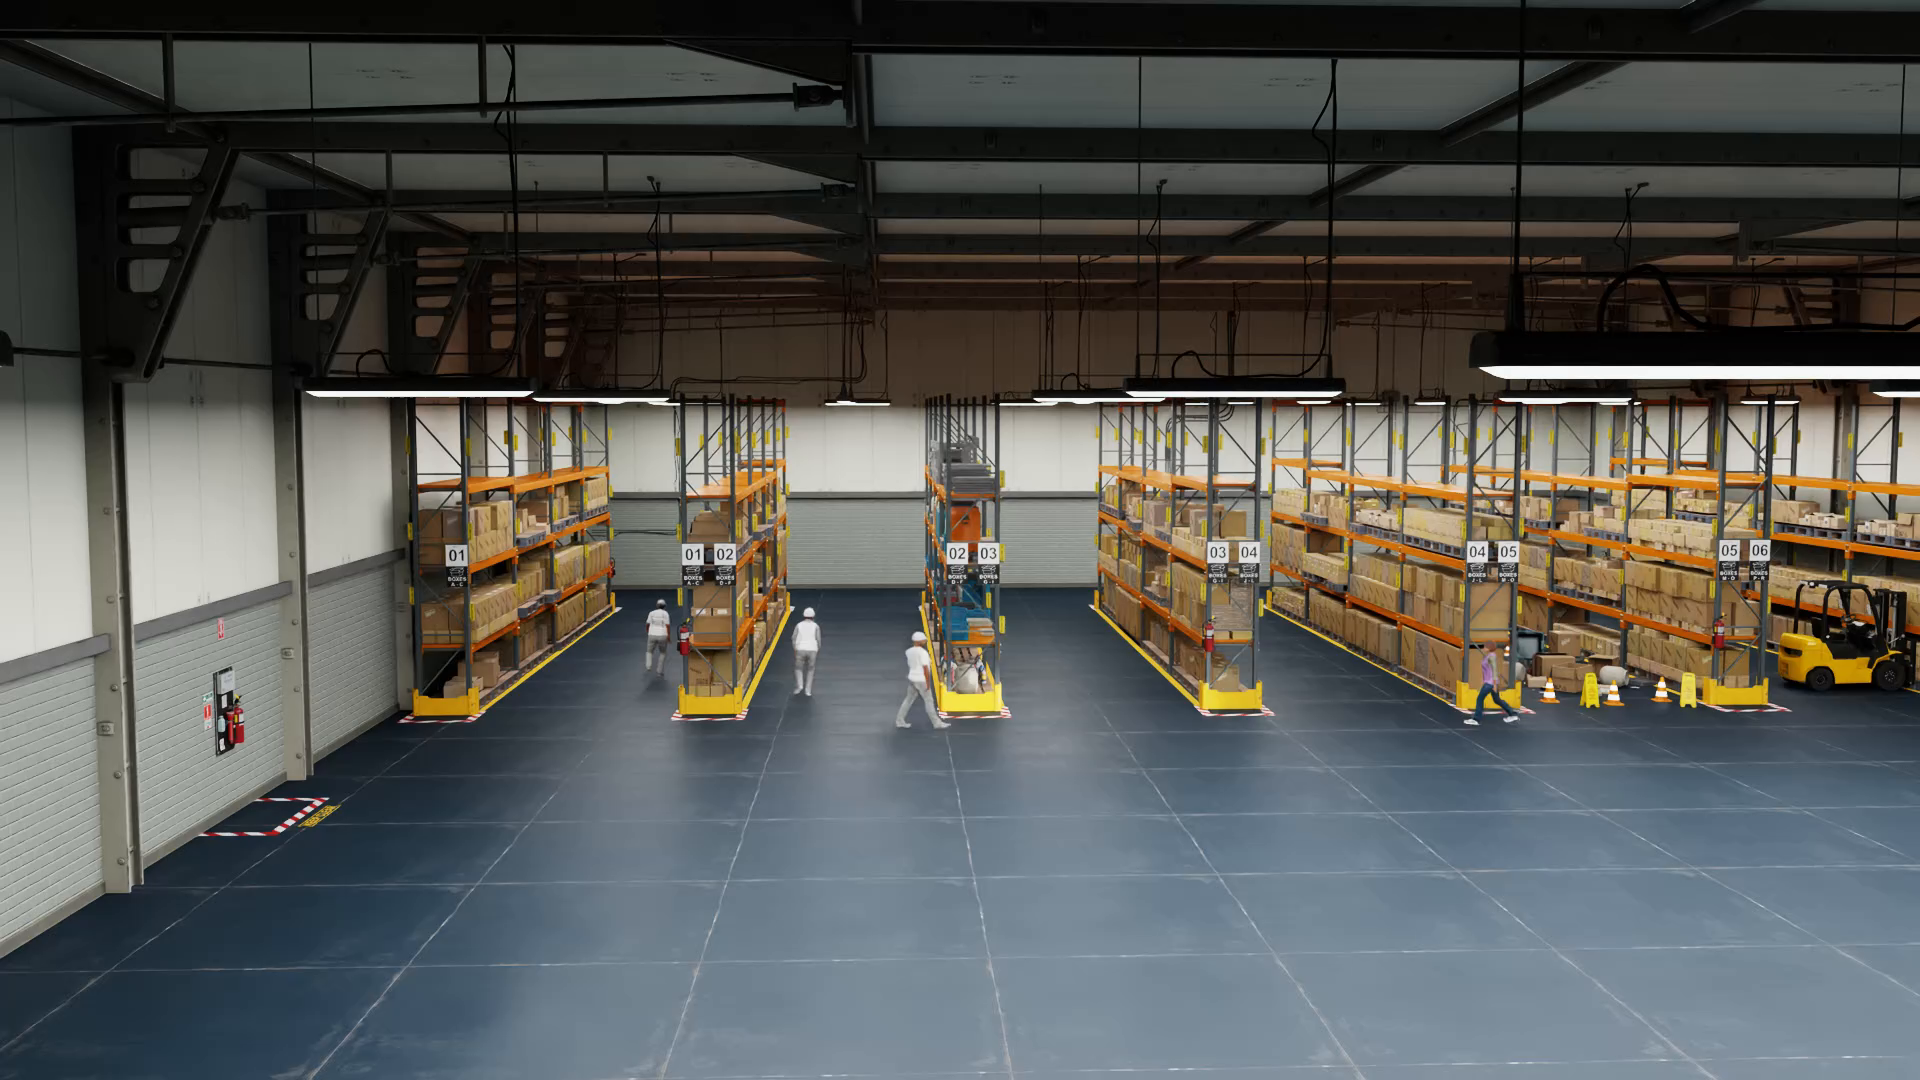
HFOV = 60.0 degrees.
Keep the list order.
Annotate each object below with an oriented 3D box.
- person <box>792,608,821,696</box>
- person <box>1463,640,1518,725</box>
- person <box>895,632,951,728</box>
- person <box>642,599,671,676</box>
[{"bbox_3d":[-3.069,2.235,33.202,0.599,1.740,0.675,0,5,0],"label":"person"},{"bbox_3d":[9.585,2.570,29.967,0.967,1.545,0.418,1,5,13],"label":"person"},{"bbox_3d":[-0.682,2.494,29.661,0.966,1.719,0.611,-2,5,-21],"label":"person"},{"bbox_3d":[-6.470,2.103,35.537,0.564,1.638,0.666,0,5,0],"label":"person"}]
